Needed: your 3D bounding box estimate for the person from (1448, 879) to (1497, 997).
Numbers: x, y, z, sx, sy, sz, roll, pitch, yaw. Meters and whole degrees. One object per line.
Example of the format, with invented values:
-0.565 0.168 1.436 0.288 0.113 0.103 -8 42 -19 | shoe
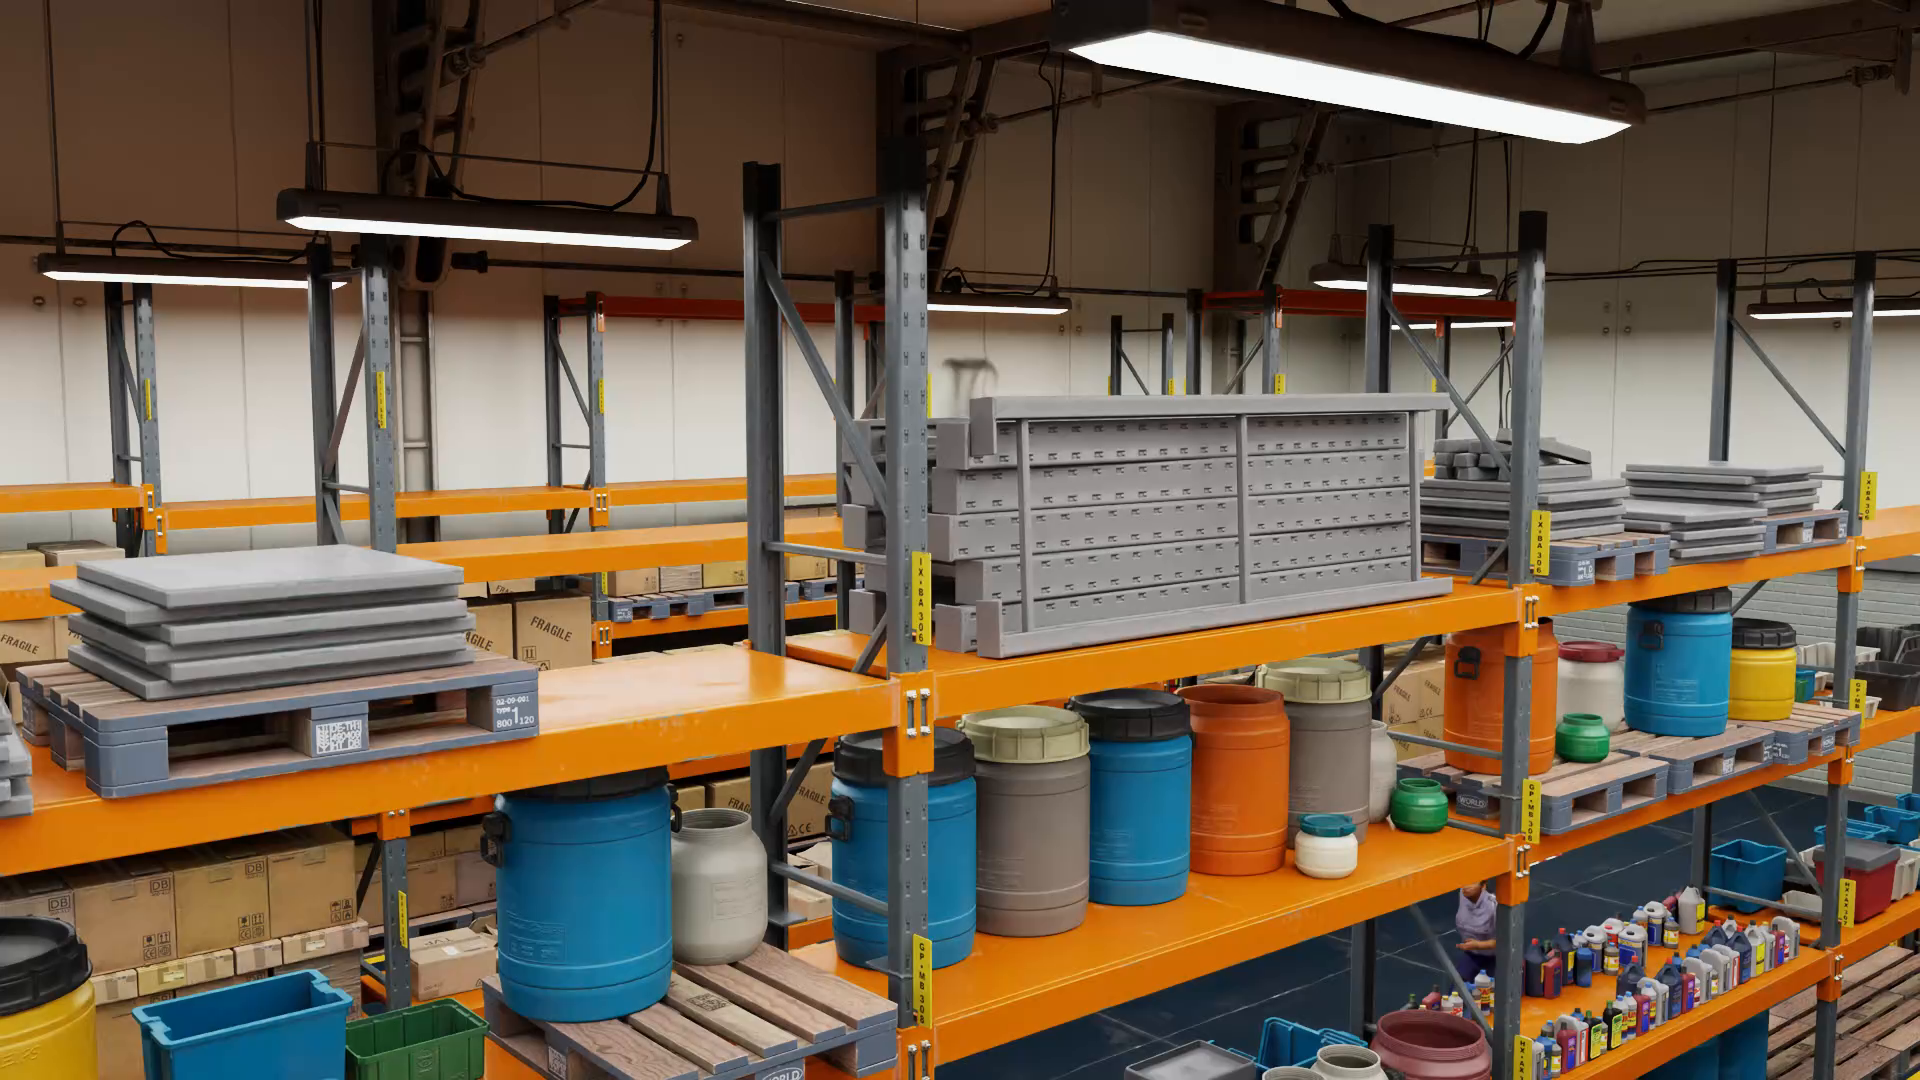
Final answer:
3.912 3.202 12.504 0.667 1.564 0.593 -4 7 -37 | person
